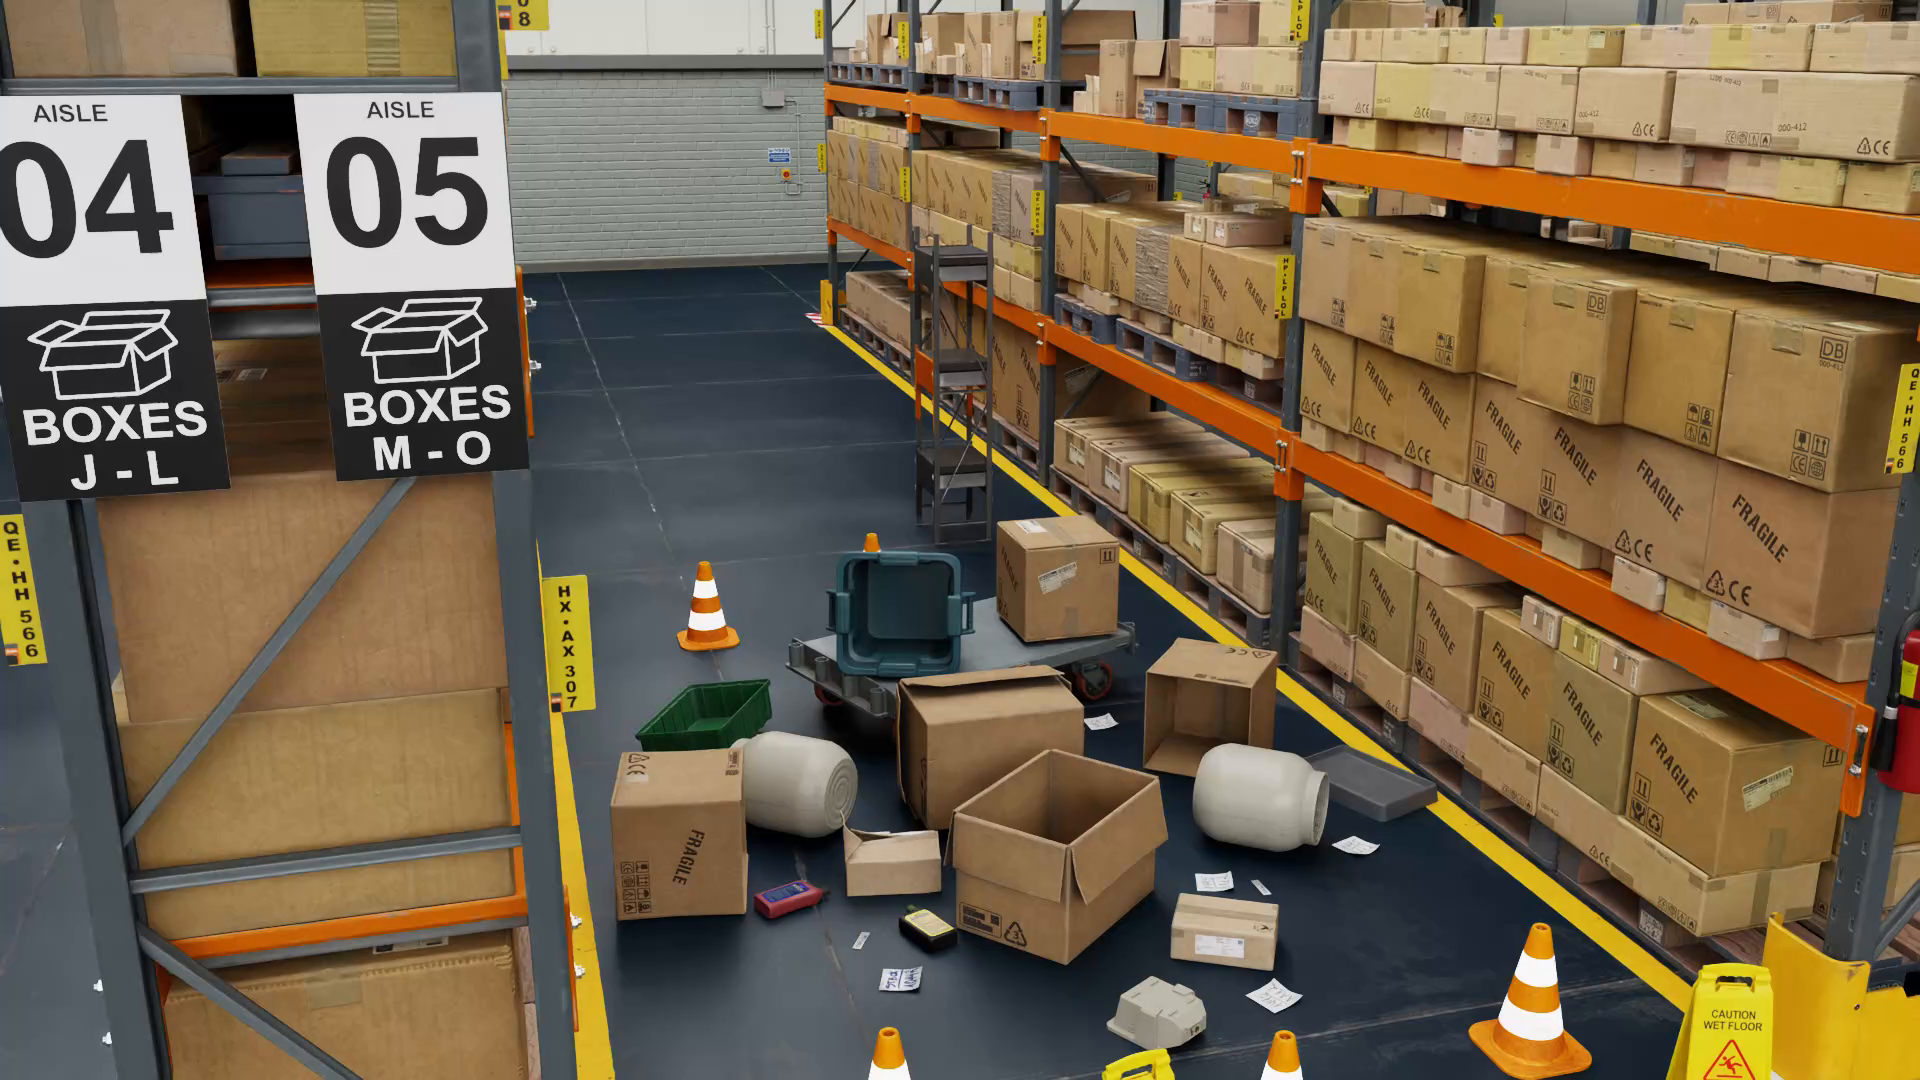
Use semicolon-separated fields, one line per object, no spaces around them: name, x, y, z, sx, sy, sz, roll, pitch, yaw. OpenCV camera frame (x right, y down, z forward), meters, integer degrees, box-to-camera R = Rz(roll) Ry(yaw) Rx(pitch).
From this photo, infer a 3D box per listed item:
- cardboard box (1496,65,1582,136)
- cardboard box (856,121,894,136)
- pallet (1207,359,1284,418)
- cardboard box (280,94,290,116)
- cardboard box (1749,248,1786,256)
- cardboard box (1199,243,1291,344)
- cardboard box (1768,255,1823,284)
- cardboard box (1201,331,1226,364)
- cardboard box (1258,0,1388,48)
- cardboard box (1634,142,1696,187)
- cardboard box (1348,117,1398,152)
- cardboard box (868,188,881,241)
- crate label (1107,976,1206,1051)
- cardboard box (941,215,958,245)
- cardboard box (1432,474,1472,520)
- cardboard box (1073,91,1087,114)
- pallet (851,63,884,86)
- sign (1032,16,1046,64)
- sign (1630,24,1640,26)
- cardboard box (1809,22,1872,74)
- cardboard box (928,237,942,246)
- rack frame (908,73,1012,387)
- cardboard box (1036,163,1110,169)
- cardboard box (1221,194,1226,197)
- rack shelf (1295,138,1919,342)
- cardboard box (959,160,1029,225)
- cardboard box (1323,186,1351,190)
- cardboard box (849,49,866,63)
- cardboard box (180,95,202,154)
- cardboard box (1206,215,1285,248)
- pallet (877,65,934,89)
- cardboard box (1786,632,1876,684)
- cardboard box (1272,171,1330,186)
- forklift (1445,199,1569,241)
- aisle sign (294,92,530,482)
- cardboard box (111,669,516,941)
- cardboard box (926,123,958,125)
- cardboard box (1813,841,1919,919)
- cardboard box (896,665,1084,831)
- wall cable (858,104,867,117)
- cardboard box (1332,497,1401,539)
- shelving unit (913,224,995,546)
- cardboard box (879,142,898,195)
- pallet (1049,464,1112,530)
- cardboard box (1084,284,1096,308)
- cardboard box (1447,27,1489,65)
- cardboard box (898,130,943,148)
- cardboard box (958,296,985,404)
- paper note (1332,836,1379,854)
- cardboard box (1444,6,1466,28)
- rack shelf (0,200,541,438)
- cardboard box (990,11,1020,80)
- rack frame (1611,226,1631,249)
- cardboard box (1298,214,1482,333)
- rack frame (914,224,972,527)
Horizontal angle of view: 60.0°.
cardboard box;2.478;-1.735;6.543;0.500;0.250;0.500;-5;17;-15
cardboard box;-0.920;-4.469;18.075;0.380;0.149;0.250;-5;17;-15
pallet;2.133;-0.923;9.644;1.003;0.211;1.213;-5;17;-15
cardboard box;-2.403;-1.458;5.411;0.380;0.149;0.250;-5;17;-15
cardboard box;6.045;-2.183;12.203;0.380;0.149;0.250;-4;17;-14
cardboard box;1.718;-1.430;9.578;0.500;0.500;0.500;-5;17;-15
cardboard box;6.191;-1.893;11.933;0.500;0.250;0.500;-4;17;-14
cardboard box;1.636;-1.136;9.727;0.380;0.149;0.250;-5;17;-16
cardboard box;1.922;-2.747;8.832;0.500;0.250;0.500;-4;17;-14
cardboard box;2.676;-1.361;5.992;0.380;0.149;0.250;-5;17;-16
cardboard box;2.069;-1.926;7.871;0.380;0.149;0.250;-5;17;-15
cardboard box;-0.667;-3.441;17.518;0.500;0.500;0.500;-5;17;-16
crate label;0.695;1.638;5.762;0.298;0.136;0.250;16;23;42
cardboard box;0.138;-2.745;14.767;0.500;0.250;0.500;-4;17;-15
cardboard box;2.324;-0.205;7.356;0.380;0.149;0.250;-5;17;-15
cardboard box;1.027;-3.114;11.828;0.380;0.149;0.250;-5;17;-15
pallet;-0.541;-4.963;17.700;1.003;0.211;1.213;-5;17;-15
sign;0.568;-3.579;11.902;0.100;0.325;0.005;-5;17;-15
sign;5.354;-3.934;13.221;0.100;0.325;0.005;-5;17;-15
cardboard box;2.892;-1.528;5.162;0.380;0.149;0.250;-4;17;-14
cardboard box;0.016;-2.647;15.312;0.500;0.250;0.500;-5;17;-17
rack frame;0.005;-3.005;16.241;1.000;3.000;0.127;-5;17;-15
cardboard box;0.931;-2.862;13.853;0.500;0.500;0.500;-4;17;-14
cardboard box;3.504;-4.272;20.896;0.380;0.149;0.250;-5;17;-16
rack shelf;2.753;-1.331;6.705;1.077;0.370;4.000;-5;17;-15
cardboard box;0.300;-2.967;14.204;0.500;0.500;0.500;-5;17;-16
cardboard box;4.126;-3.867;18.855;0.500;0.250;0.500;-5;17;-16
cardboard box;-1.016;-5.357;18.392;0.380;0.149;0.250;-4;17;-13
cardboard box;-1.846;-0.897;3.542;0.380;0.149;0.250;-5;17;-15
cardboard box;1.658;-1.793;9.660;0.380;0.149;0.250;-5;17;-17
pallet;-0.210;-4.626;16.579;1.003;0.211;1.213;-5;17;-15
cardboard box;2.994;0.348;5.515;0.380;0.149;0.250;-4;17;-13
cardboard box;3.956;-4.373;19.235;0.500;0.500;0.500;-4;17;-14
forklift;4.590;-1.989;12.979;3.031;2.935;1.130;-3;17;-11
aisle sign;-1.121;-0.515;3.435;0.394;0.787;0.004;-5;17;-15
cardboard box;-1.574;0.563;4.103;0.875;0.550;0.550;-5;17;-15
cardboard box;-0.233;-4.373;17.756;0.380;0.149;0.250;-5;17;-15
cardboard box;3.347;1.185;6.342;0.500;0.250;0.500;-5;17;-16
cardboard box;0.121;0.901;7.341;0.797;0.637;0.503;-5;17;-15
wall cable;-1.306;-6.271;25.349;0.588;1.984;0.122;-5;17;-15
cardboard box;2.083;-0.122;8.263;0.380;0.149;0.250;-4;17;-14
shelving unit;-0.045;-1.051;11.302;0.431;2.100;0.503;-5;17;-15
cardboard box;-0.522;-3.781;16.914;0.500;0.500;0.500;-5;17;-16
pallet;1.318;-0.347;12.239;1.003;0.211;1.213;-5;17;-15
cardboard box;1.091;-1.714;11.652;0.380;0.149;0.250;-6;18;-19
cardboard box;2.303;-2.094;7.047;0.380;0.149;0.250;-5;18;-17
cardboard box;-0.386;-3.902;16.189;0.380;0.149;0.250;-5;17;-16
cardboard box;0.508;-1.774;15.107;0.875;0.875;0.875;-4;17;-14
paper note;1.687;1.298;7.079;0.142;0.019;0.148;-12;20;-34
cardboard box;5.031;-5.155;16.480;0.396;0.266;0.258;-5;17;-15
rack shelf;-1.978;-0.911;5.309;1.077;0.370;4.000;-5;17;-15
cardboard box;0.650;-3.843;12.913;0.700;0.500;0.500;-6;18;-18
rack frame;5.876;-2.292;13.868;1.000;3.000;0.127;-5;17;-15
cardboard box;2.116;-1.322;8.211;0.700;0.500;0.500;-5;17;-16
rack frame;-0.113;-1.119;11.527;0.400;2.100;0.015;-5;17;-15
